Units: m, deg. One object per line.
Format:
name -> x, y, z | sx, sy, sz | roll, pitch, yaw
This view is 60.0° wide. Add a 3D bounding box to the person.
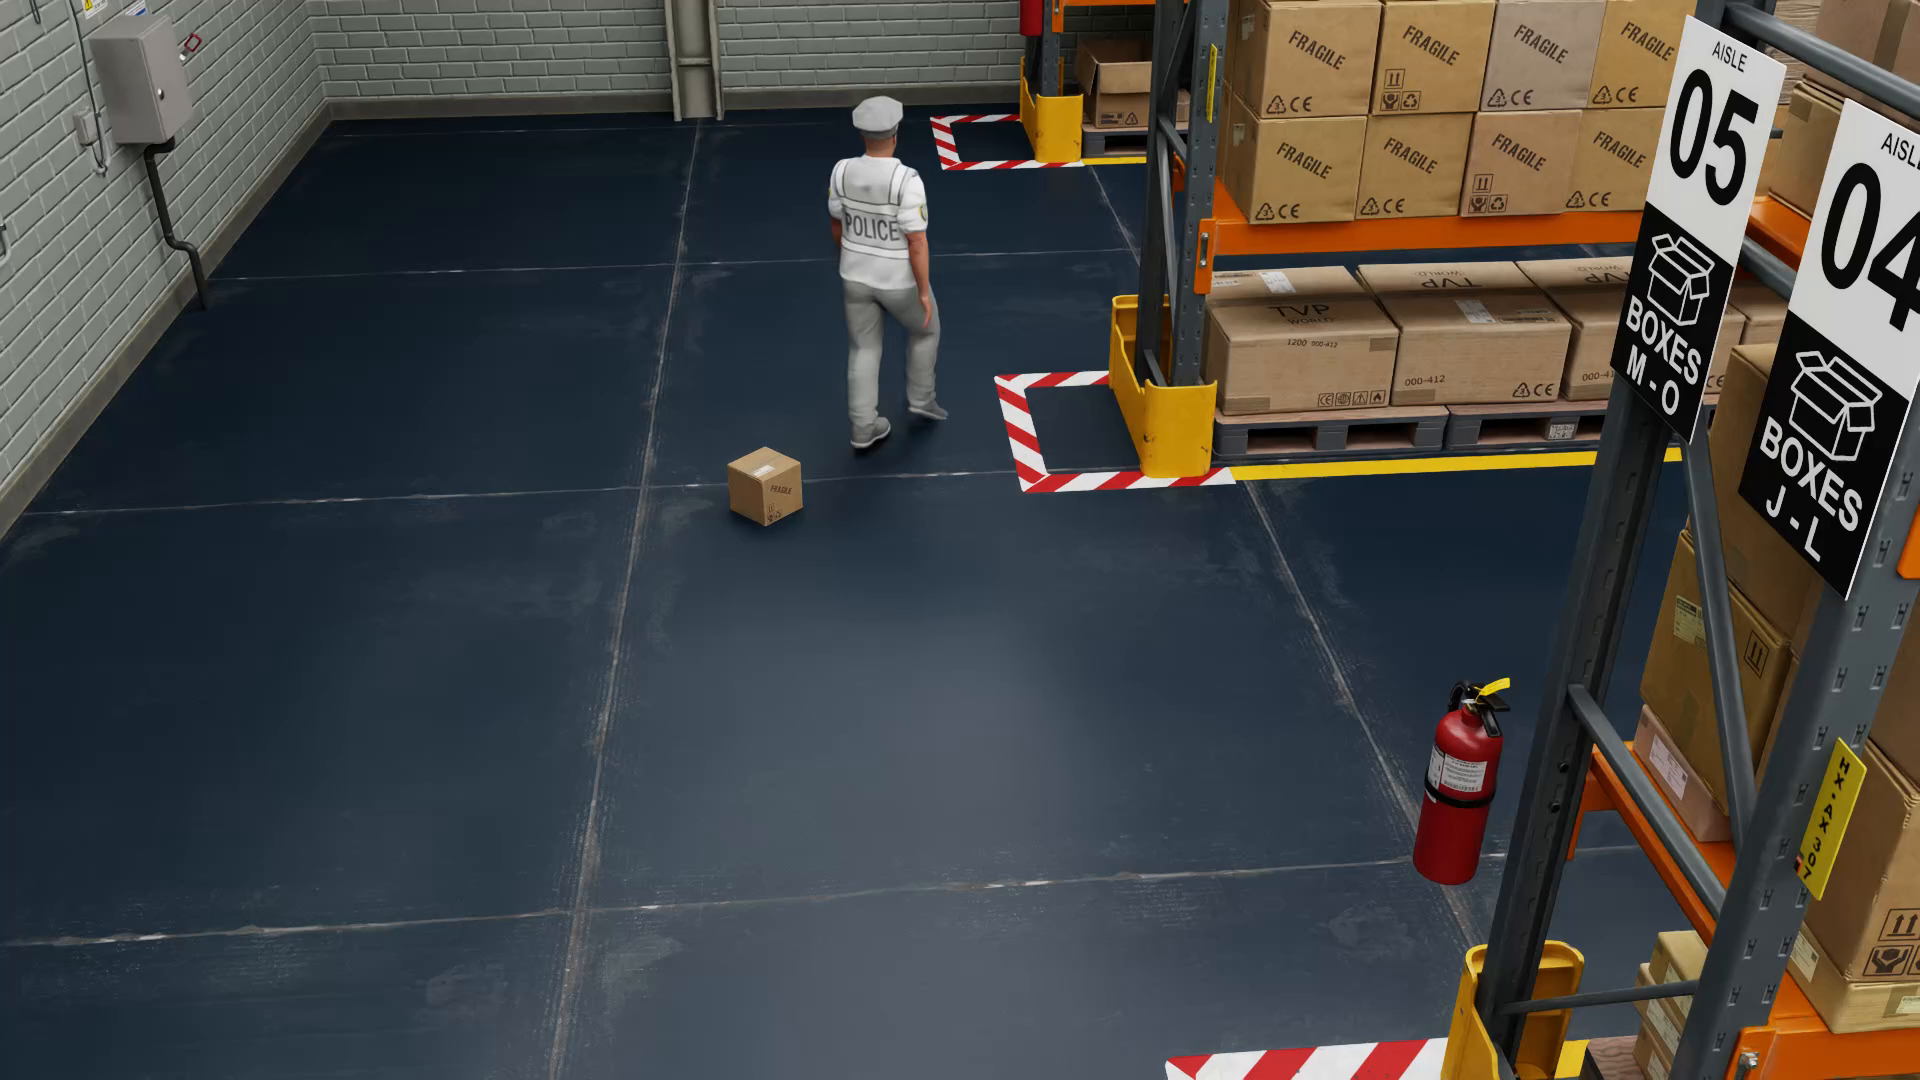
person -> -0.354, -1.318, 8.346 | 0.590, 1.840, 0.683 | 10, 32, 17
